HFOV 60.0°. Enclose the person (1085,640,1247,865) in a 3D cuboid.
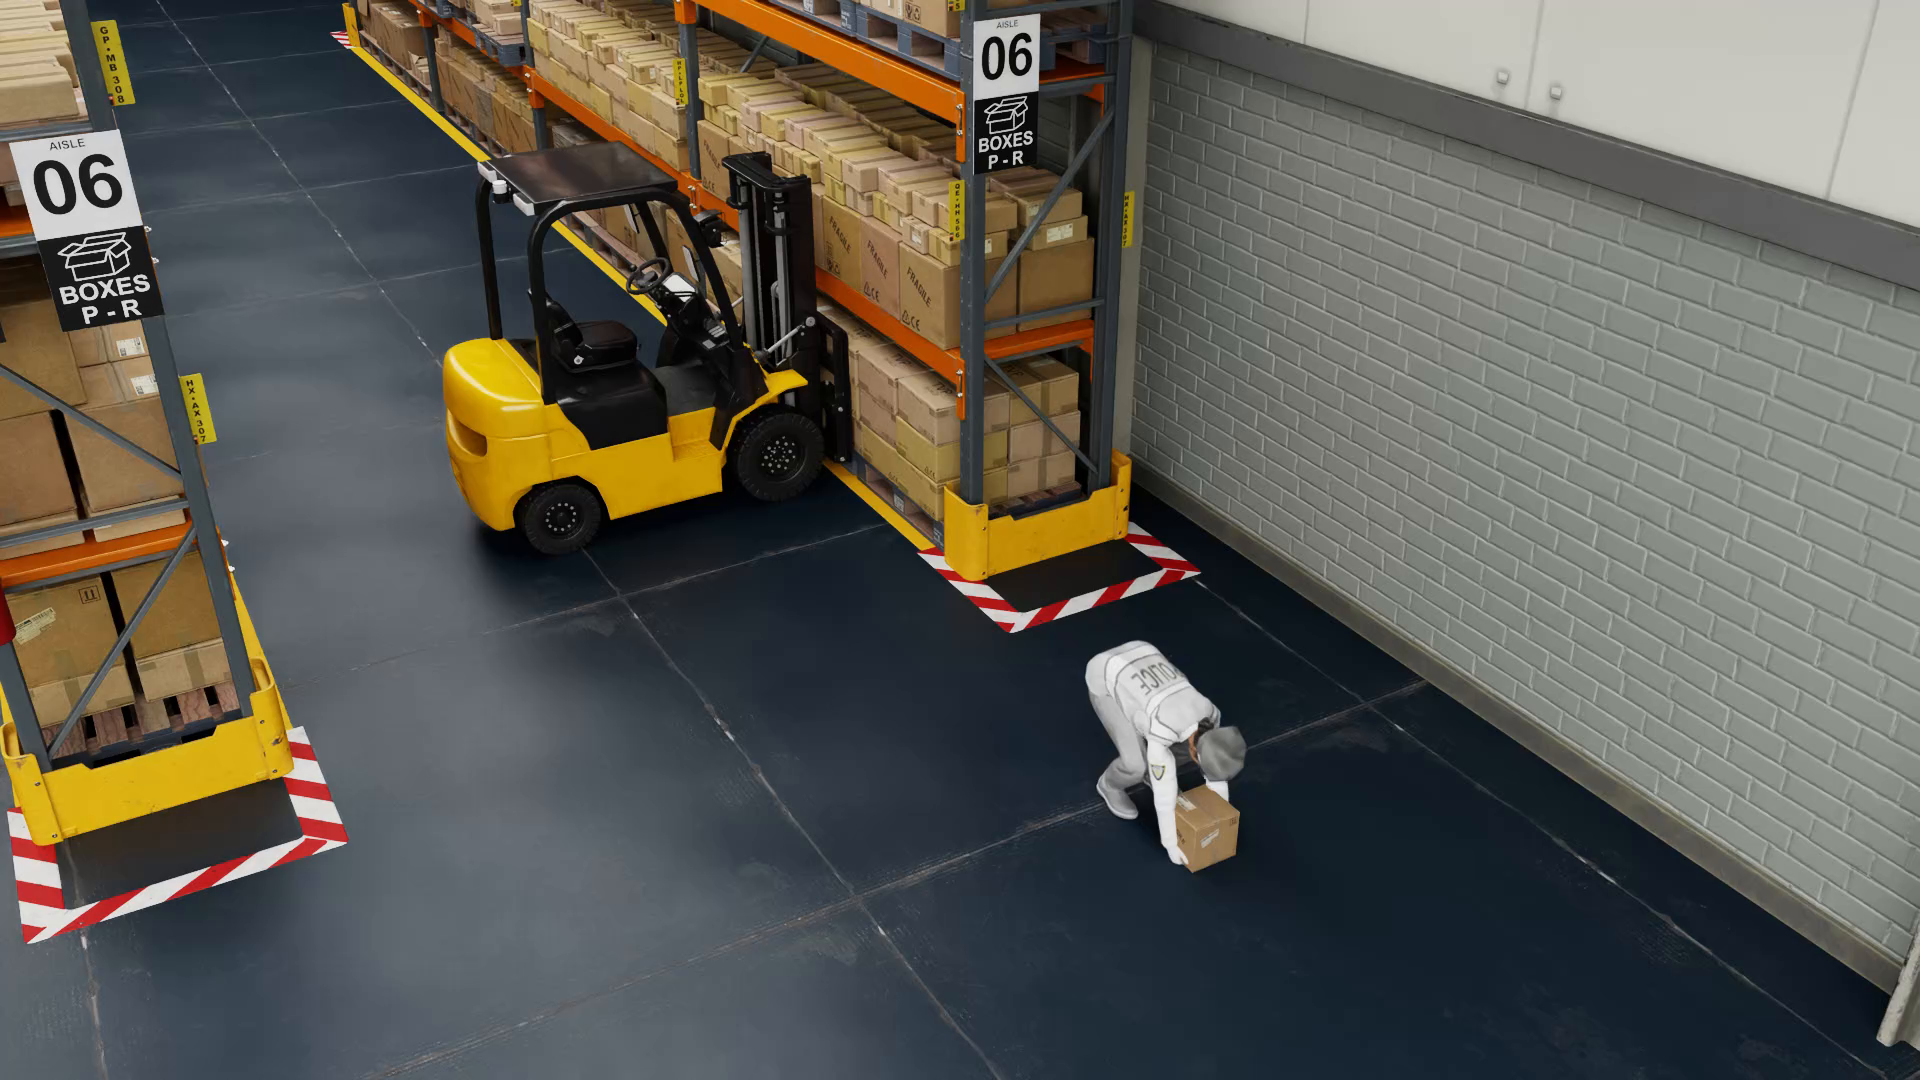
[{"bbox_3d":[0.947,0.968,7.737,0.467,0.813,0.903,-17,33,-28],"label":"person"}]
